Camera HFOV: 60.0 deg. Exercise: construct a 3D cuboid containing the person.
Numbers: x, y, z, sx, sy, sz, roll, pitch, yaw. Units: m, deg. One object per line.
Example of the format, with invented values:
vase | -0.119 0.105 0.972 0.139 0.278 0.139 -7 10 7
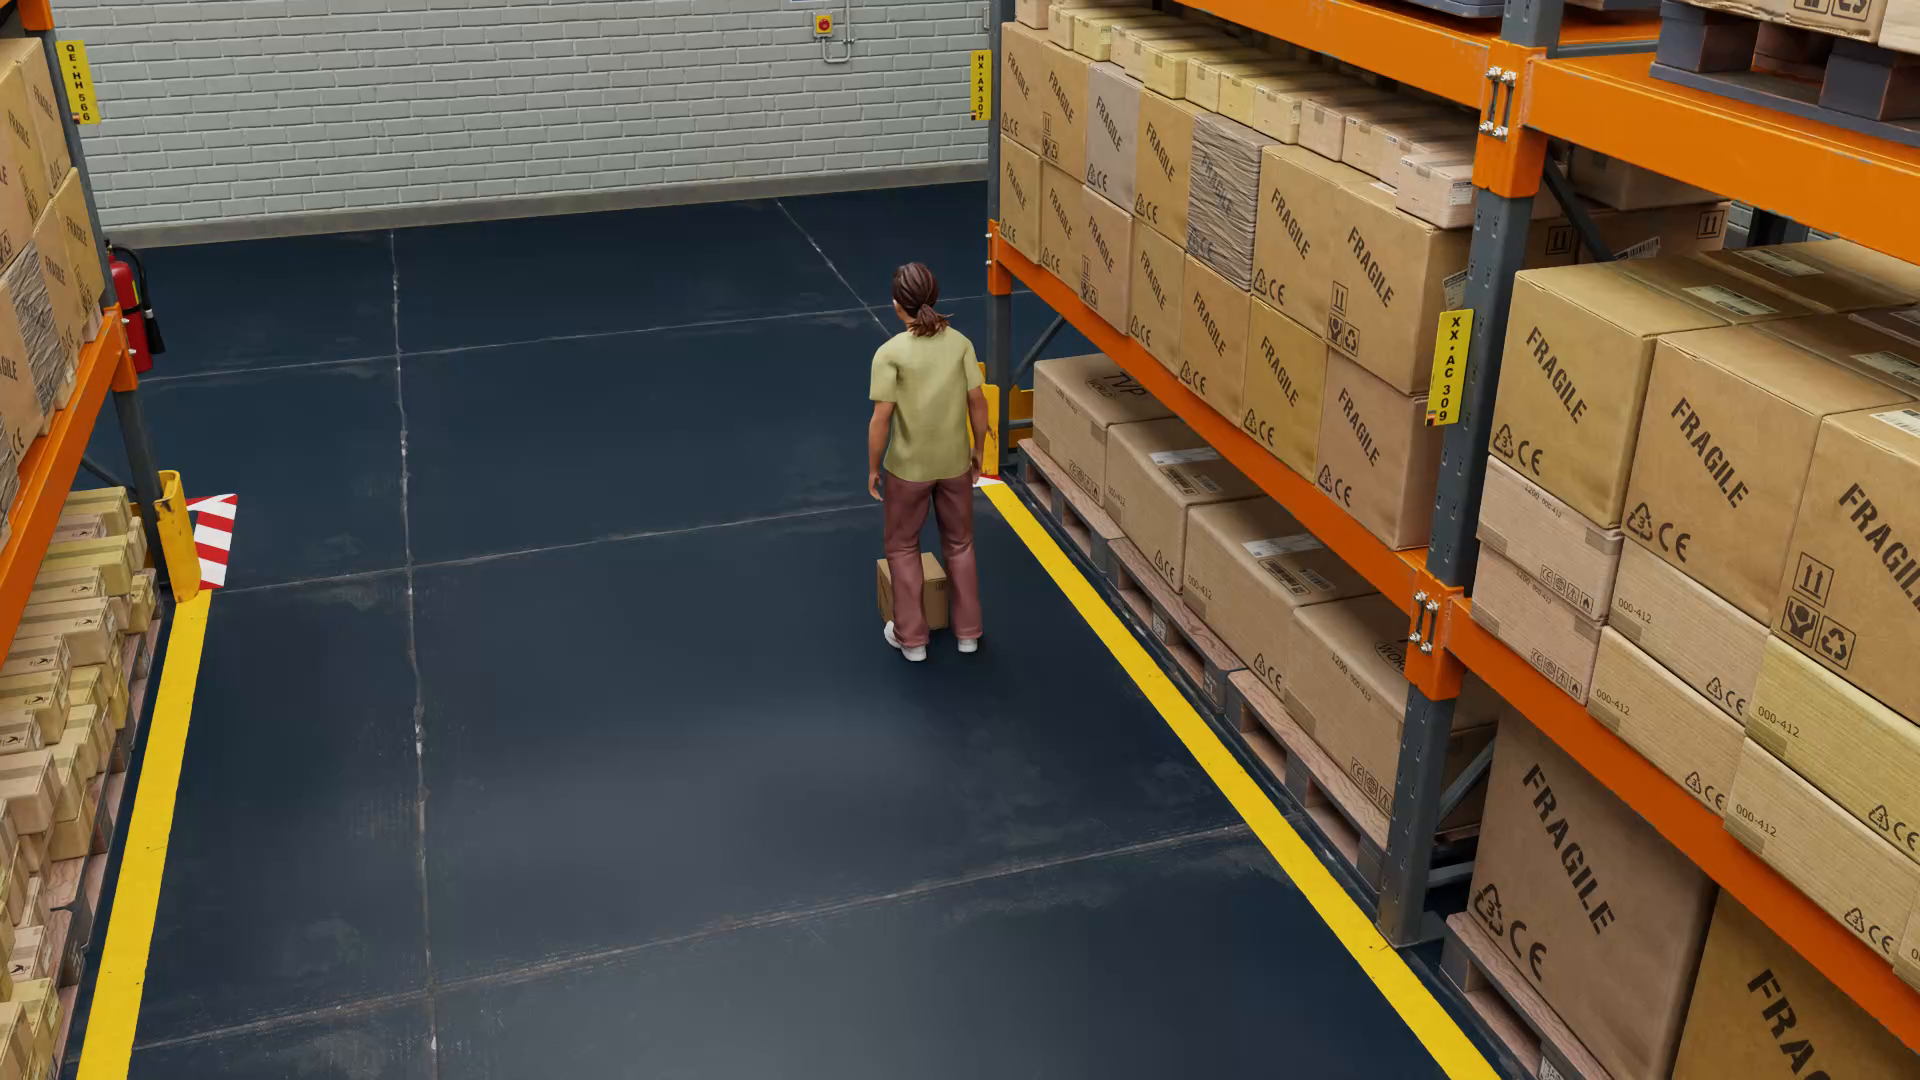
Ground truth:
person | -0.134 -0.297 6.715 0.519 1.671 0.365 -9 28 -18
